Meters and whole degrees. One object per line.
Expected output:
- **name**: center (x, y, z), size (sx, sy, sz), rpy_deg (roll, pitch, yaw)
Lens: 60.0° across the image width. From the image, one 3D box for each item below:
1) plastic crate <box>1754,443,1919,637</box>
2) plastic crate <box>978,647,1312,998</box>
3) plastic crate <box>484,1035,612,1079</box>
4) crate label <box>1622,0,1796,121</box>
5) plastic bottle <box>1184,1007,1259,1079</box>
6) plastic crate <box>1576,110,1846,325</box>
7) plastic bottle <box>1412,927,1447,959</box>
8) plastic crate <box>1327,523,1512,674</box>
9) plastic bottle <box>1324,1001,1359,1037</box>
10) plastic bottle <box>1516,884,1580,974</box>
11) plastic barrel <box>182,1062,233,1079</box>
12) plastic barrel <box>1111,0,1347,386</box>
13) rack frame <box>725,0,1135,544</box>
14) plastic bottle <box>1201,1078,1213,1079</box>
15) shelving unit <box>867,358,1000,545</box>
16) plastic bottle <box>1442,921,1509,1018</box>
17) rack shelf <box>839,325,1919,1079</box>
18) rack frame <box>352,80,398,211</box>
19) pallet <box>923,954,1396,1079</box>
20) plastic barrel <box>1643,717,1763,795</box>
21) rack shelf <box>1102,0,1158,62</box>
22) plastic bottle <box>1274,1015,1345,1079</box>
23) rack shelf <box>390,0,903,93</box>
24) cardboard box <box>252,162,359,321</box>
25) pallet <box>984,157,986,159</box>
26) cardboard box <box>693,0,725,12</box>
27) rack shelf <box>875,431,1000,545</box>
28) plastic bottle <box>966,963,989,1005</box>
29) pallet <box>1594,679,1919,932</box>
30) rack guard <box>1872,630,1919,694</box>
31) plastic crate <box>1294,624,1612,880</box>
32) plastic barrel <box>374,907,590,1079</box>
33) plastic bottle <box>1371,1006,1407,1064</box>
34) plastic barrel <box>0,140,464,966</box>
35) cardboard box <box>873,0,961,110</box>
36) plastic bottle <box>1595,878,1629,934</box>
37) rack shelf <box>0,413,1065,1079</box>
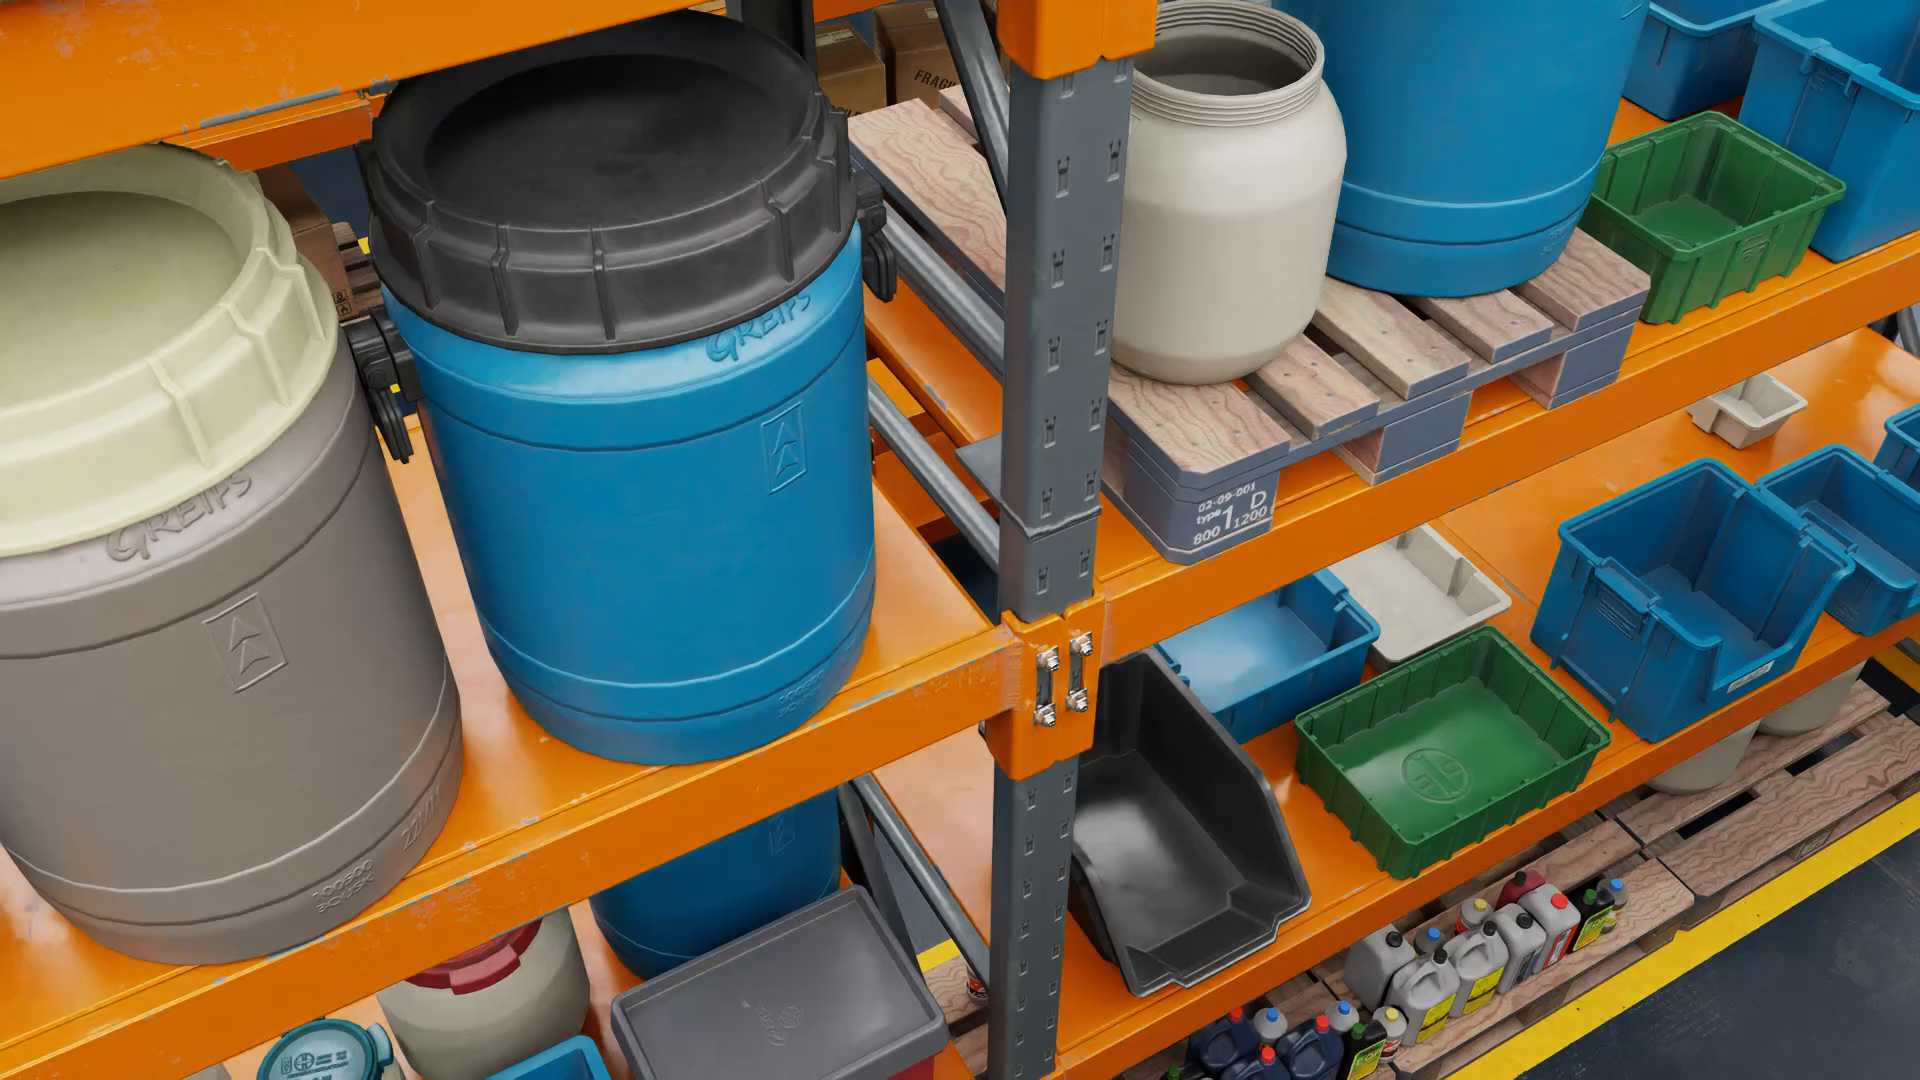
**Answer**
- **plastic crate**: center (2.525, 0.000, 4.703), size (0.408, 0.251, 0.499), rpy_deg (-22, 48, -21)
- **plastic crate**: center (0.425, 0.675, 3.945), size (0.504, 0.338, 0.767), rpy_deg (-22, 48, -21)
- **plastic crate**: center (-0.894, 1.334, 3.233), size (0.575, 0.384, 0.392), rpy_deg (-22, 48, -21)
- **crate label**: center (1.589, -1.203, 3.789), size (0.408, 0.251, 0.502), rpy_deg (-22, 48, -21)
- **plastic bottle**: center (0.743, 1.434, 4.705), size (0.185, 0.351, 0.144), rpy_deg (-22, 48, -21)
- **plastic crate**: center (1.412, -0.626, 3.239), size (0.450, 0.188, 0.336), rpy_deg (-22, 48, -21)
- **plastic bottle**: center (1.410, 1.239, 5.012), size (0.097, 0.201, 0.097), rpy_deg (0, 44, 0)
- **plastic crate**: center (1.190, 0.136, 4.645), size (0.437, 0.136, 0.530), rpy_deg (-22, 48, -21)
- **plastic bottle**: center (1.087, 1.411, 4.786), size (0.097, 0.271, 0.097), rpy_deg (0, 44, 0)
- **plastic bottle**: center (1.770, 1.162, 5.038), size (0.135, 0.276, 0.152), rpy_deg (-21, 48, -21)
- **plastic barrel**: center (-1.667, 1.163, 3.300), size (0.433, 0.535, 0.433), rpy_deg (0, 44, 0)
- **plastic barrel**: center (0.379, -0.540, 2.617), size (0.421, 0.512, 0.421), rpy_deg (0, 44, 0)
- **rack frame**: center (-0.092, -1.395, 1.726), size (0.127, 3.000, 1.000), rpy_deg (-22, 48, -21)
- **plastic bottle**: center (0.669, 1.603, 4.584), size (0.135, 0.276, 0.152), rpy_deg (-20, 48, -20)
- **shelving unit**: center (-0.006, -0.401, 6.356), size (1.048, 1.125, 0.538), rpy_deg (-22, 48, -21)
- **plastic bottle**: center (1.508, 1.244, 4.901), size (0.185, 0.351, 0.144), rpy_deg (-20, 48, -19)
- **rack shelf**: center (1.642, 0.322, 4.781), size (4.000, 0.370, 1.077), rpy_deg (-22, 48, -21)
- **rack frame**: center (-2.560, -2.233, 6.897), size (0.127, 3.000, 1.000), rpy_deg (-22, 48, -21)
- **pallet**: center (0.511, 1.551, 5.001), size (1.213, 0.211, 1.003), rpy_deg (-22, 48, -21)
- **plastic barrel**: center (2.409, 0.561, 5.503), size (0.421, 0.512, 0.421), rpy_deg (0, 44, 0)
- **rack shelf**: center (1.642, -1.687, 2.831), size (4.000, 0.370, 1.077), rpy_deg (-22, 48, -21)
- **plastic bottle**: center (0.978, 1.456, 4.682), size (0.185, 0.351, 0.144), rpy_deg (-24, 49, -23)
- **rack shelf**: center (-0.825, -2.669, 7.863), size (4.000, 0.370, 1.077), rpy_deg (-22, 48, -21)
- **cardboard box**: center (-3.103, -1.294, 7.408), size (0.500, 0.500, 0.700), rpy_deg (-25, 50, -24)
- **pallet**: center (0.121, -2.333, 9.003), size (1.213, 0.211, 1.003), rpy_deg (-22, 48, -21)
- **cardboard box**: center (-1.152, -2.484, 7.336), size (0.250, 0.149, 0.380), rpy_deg (-22, 48, -21)
- **rack shelf**: center (-0.006, -0.226, 6.526), size (1.000, 0.278, 0.538), rpy_deg (-22, 48, -21)
- **plastic bottle**: center (0.067, 1.290, 4.960), size (0.097, 0.201, 0.097), rpy_deg (0, 44, 0)
- **pallet**: center (2.627, 0.704, 5.873), size (1.213, 0.211, 1.003), rpy_deg (-22, 48, -21)
- **rack guard**: center (3.334, 0.322, 6.059), size (0.348, 0.500, 1.175), rpy_deg (-22, 48, -21)
- **plastic crate**: center (1.225, 0.533, 4.199), size (0.662, 0.188, 0.450), rpy_deg (-22, 48, -21)
- **plastic barrel**: center (-1.031, 0.909, 3.562), size (0.433, 0.535, 0.433), rpy_deg (0, 44, 0)
- **plastic bottle**: center (1.235, 1.425, 4.821), size (0.097, 0.201, 0.097), rpy_deg (0, 44, 0)
- **plastic barrel**: center (-0.992, 0.036, 2.045), size (0.600, 0.901, 0.600), rpy_deg (0, 44, 0)
- **cardboard box**: center (-0.142, -2.440, 8.604), size (0.500, 0.500, 0.500), rpy_deg (-10, 45, -10)
- **plastic bottle**: center (2.002, 1.118, 5.137), size (0.097, 0.201, 0.097), rpy_deg (0, 44, 0)
- **rack shelf**: center (-1.826, 0.634, 2.306), size (4.000, 0.370, 1.077), rpy_deg (-22, 48, -21)
